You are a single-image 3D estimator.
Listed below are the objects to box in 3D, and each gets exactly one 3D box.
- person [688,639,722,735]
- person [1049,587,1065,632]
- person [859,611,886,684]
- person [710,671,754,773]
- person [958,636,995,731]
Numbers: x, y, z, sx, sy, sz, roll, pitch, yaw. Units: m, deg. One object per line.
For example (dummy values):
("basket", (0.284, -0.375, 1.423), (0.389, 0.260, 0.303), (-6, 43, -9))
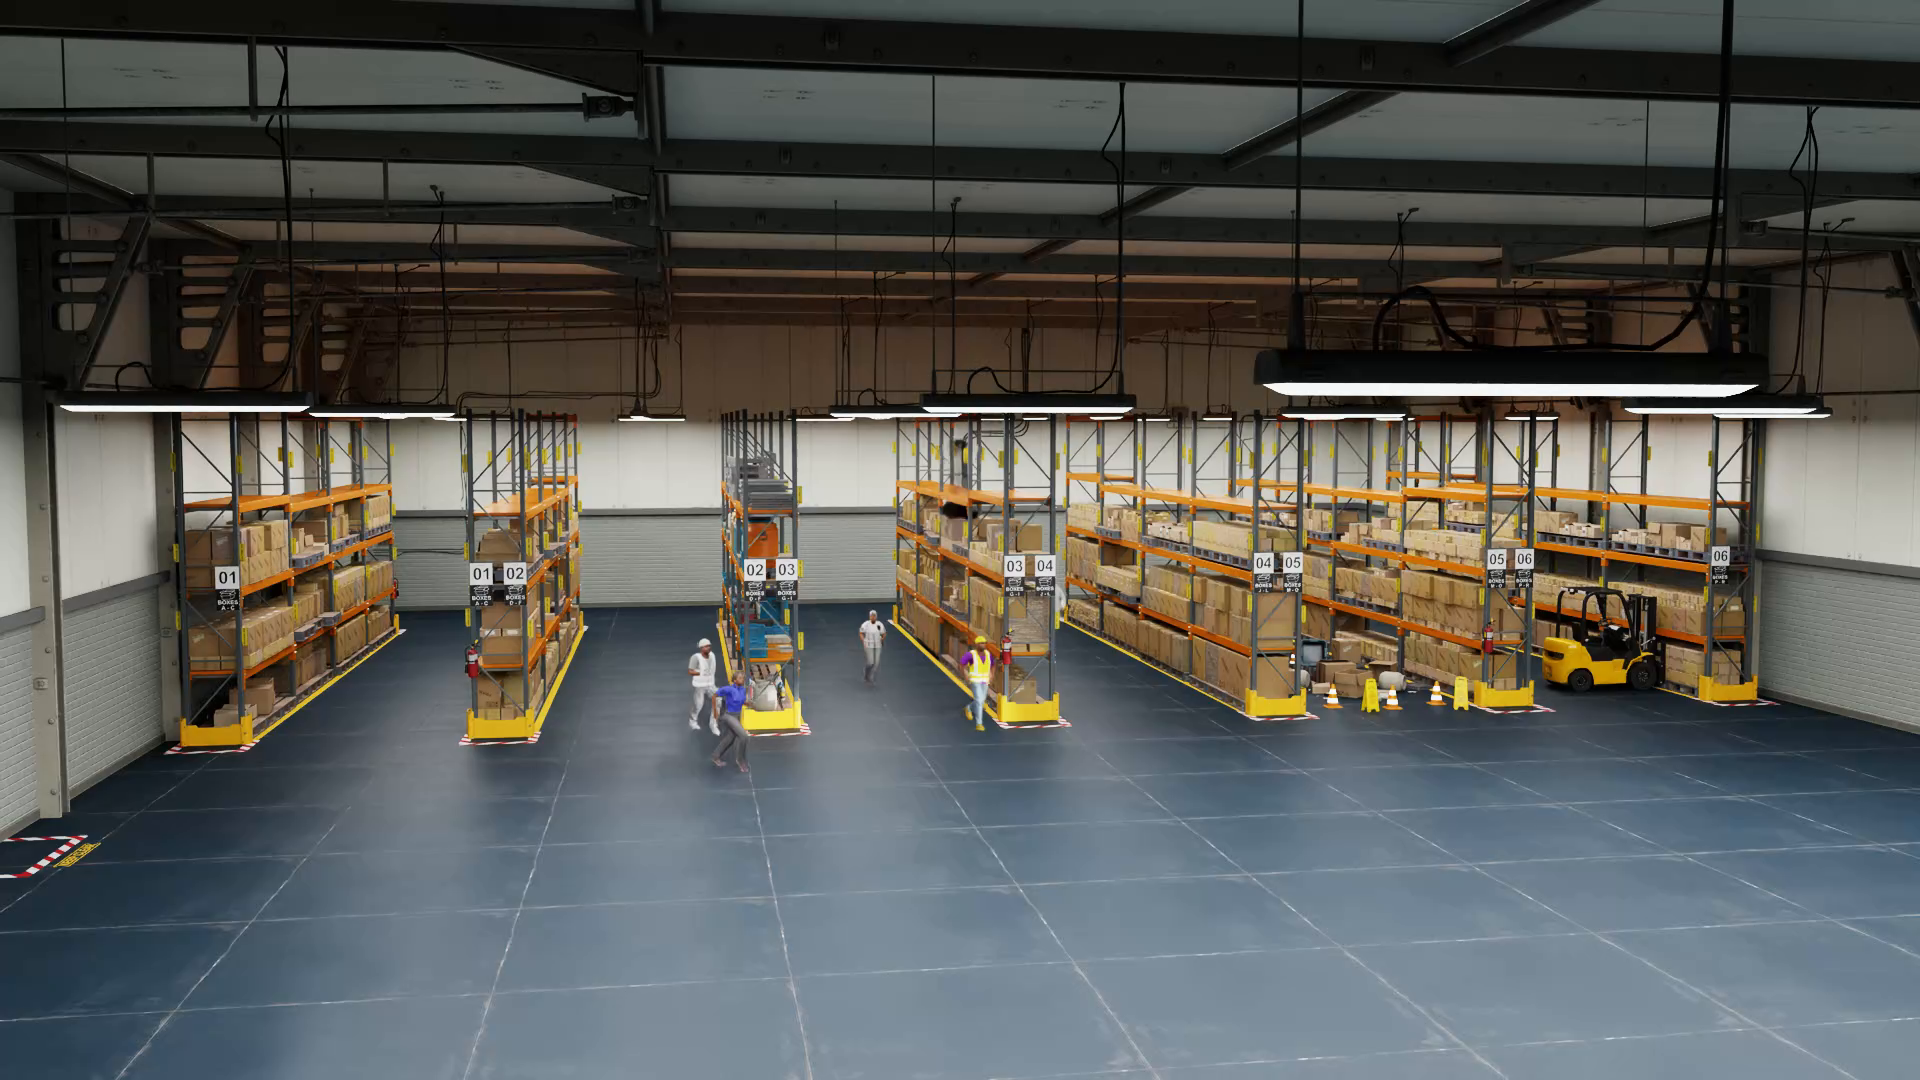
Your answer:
("person", (-4.737, 2.710, 30.704), (0.691, 1.804, 0.830), (-3, 5, -41))
("person", (2.375, 1.866, 42.997), (0.711, 1.763, 0.717), (0, 4, -3))
("person", (-1.886, 2.363, 36.417), (0.587, 1.633, 0.568), (-1, 4, -15))
("person", (-3.776, 2.996, 27.424), (0.836, 1.688, 0.599), (2, 4, 26))
("person", (0.332, 2.690, 31.415), (0.743, 1.768, 0.839), (-2, 5, -31))
